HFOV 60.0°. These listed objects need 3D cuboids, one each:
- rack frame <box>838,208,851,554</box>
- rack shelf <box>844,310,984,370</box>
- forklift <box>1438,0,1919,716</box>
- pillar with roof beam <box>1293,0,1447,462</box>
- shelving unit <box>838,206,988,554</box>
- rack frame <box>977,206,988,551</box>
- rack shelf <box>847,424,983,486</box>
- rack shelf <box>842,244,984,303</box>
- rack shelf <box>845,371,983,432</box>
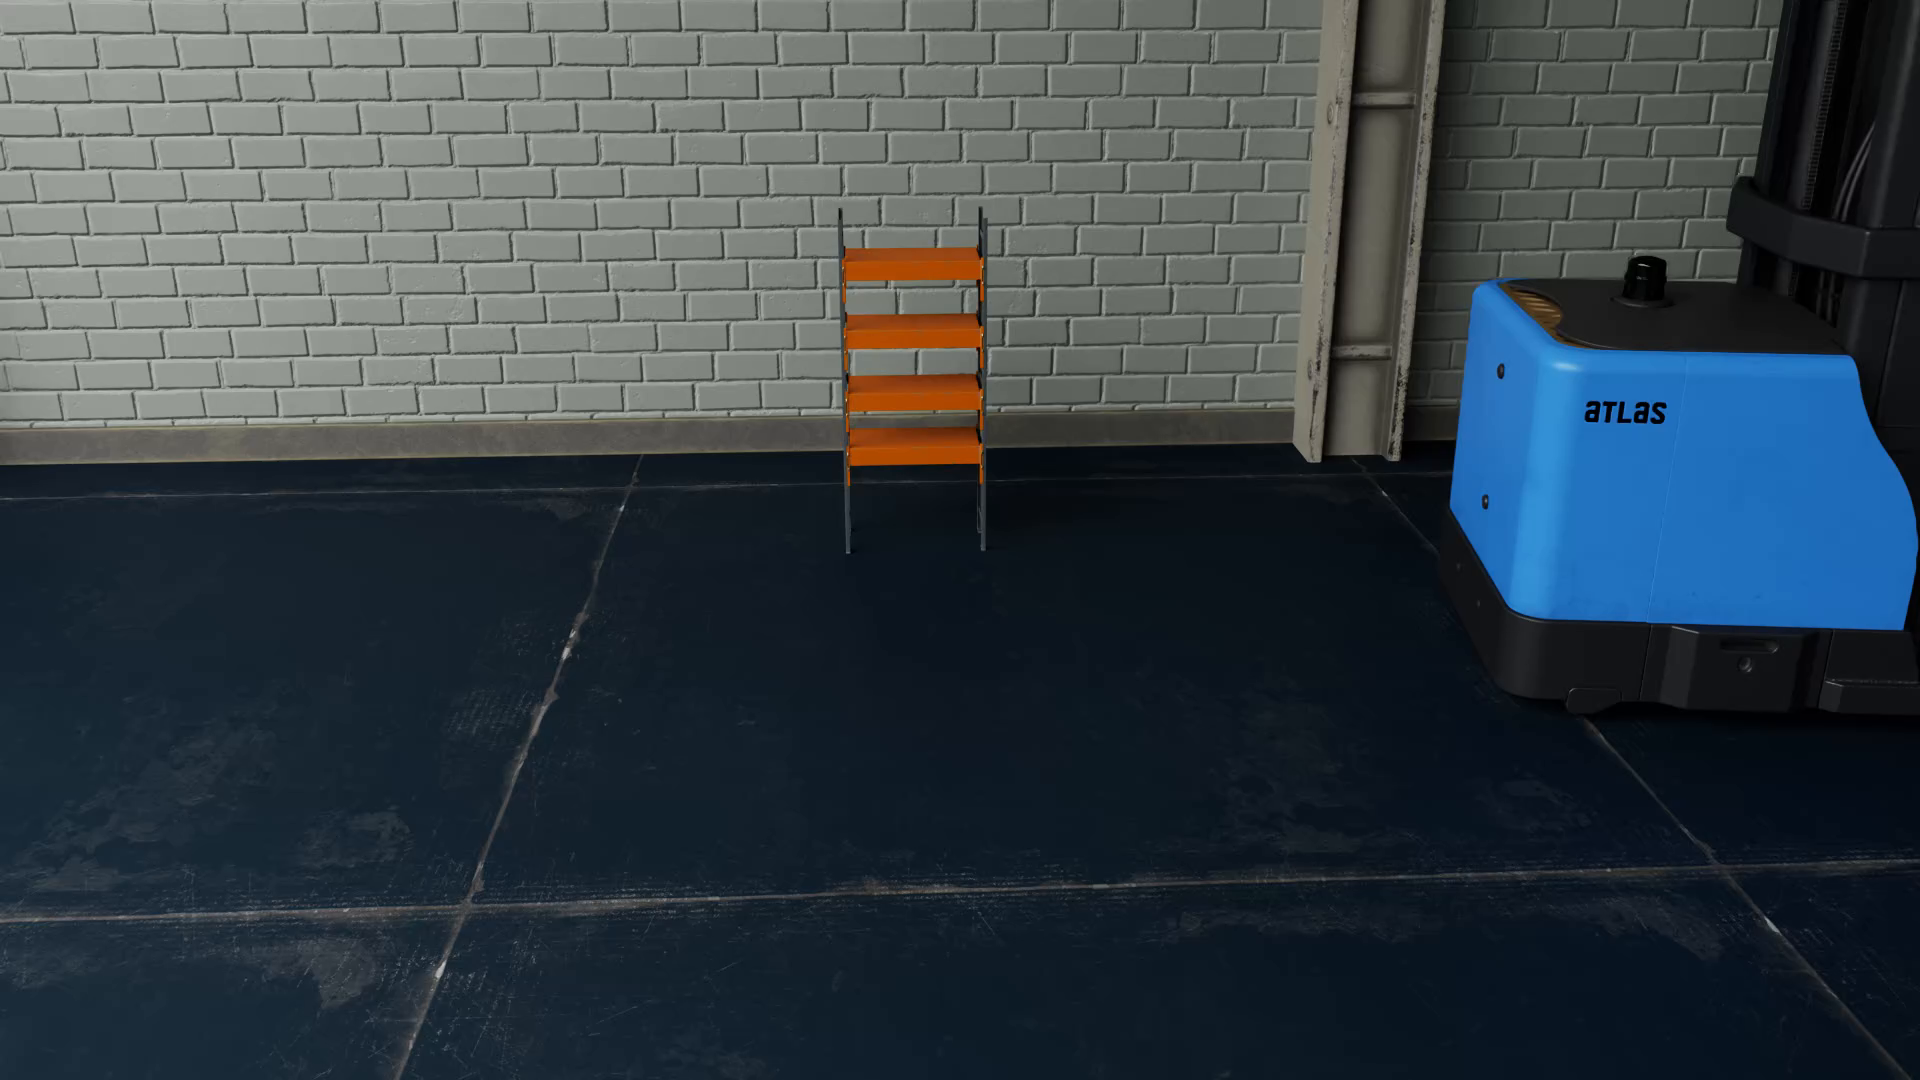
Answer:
[{"bbox_3d":[-0.409,-0.552,5.886,0.015,1.200,0.240,-1,21,-3],"label":"rack frame"},{"bbox_3d":[-0.165,-0.704,5.843,0.480,0.148,0.258,-1,21,-3],"label":"rack shelf"},{"bbox_3d":[3.094,-0.998,4.622,3.031,2.935,1.130,2,21,4],"label":"forklift"},{"bbox_3d":[1.898,-3.061,1.512,0.400,9.000,9.100,-1,21,-3],"label":"pillar with roof beam"},{"bbox_3d":[-0.165,-0.557,5.899,0.503,1.200,0.258,-1,21,-3],"label":"shelving unit"},{"bbox_3d":[0.078,-0.562,5.912,0.015,1.200,0.240,-1,21,-3],"label":"rack frame"},{"bbox_3d":[-0.165,-0.309,5.993,0.480,0.148,0.258,-1,21,-3],"label":"rack shelf"},{"bbox_3d":[-0.165,-0.925,5.759,0.480,0.148,0.258,-1,21,-3],"label":"rack shelf"},{"bbox_3d":[-0.165,-0.494,5.923,0.480,0.148,0.258,-1,21,-3],"label":"rack shelf"}]
